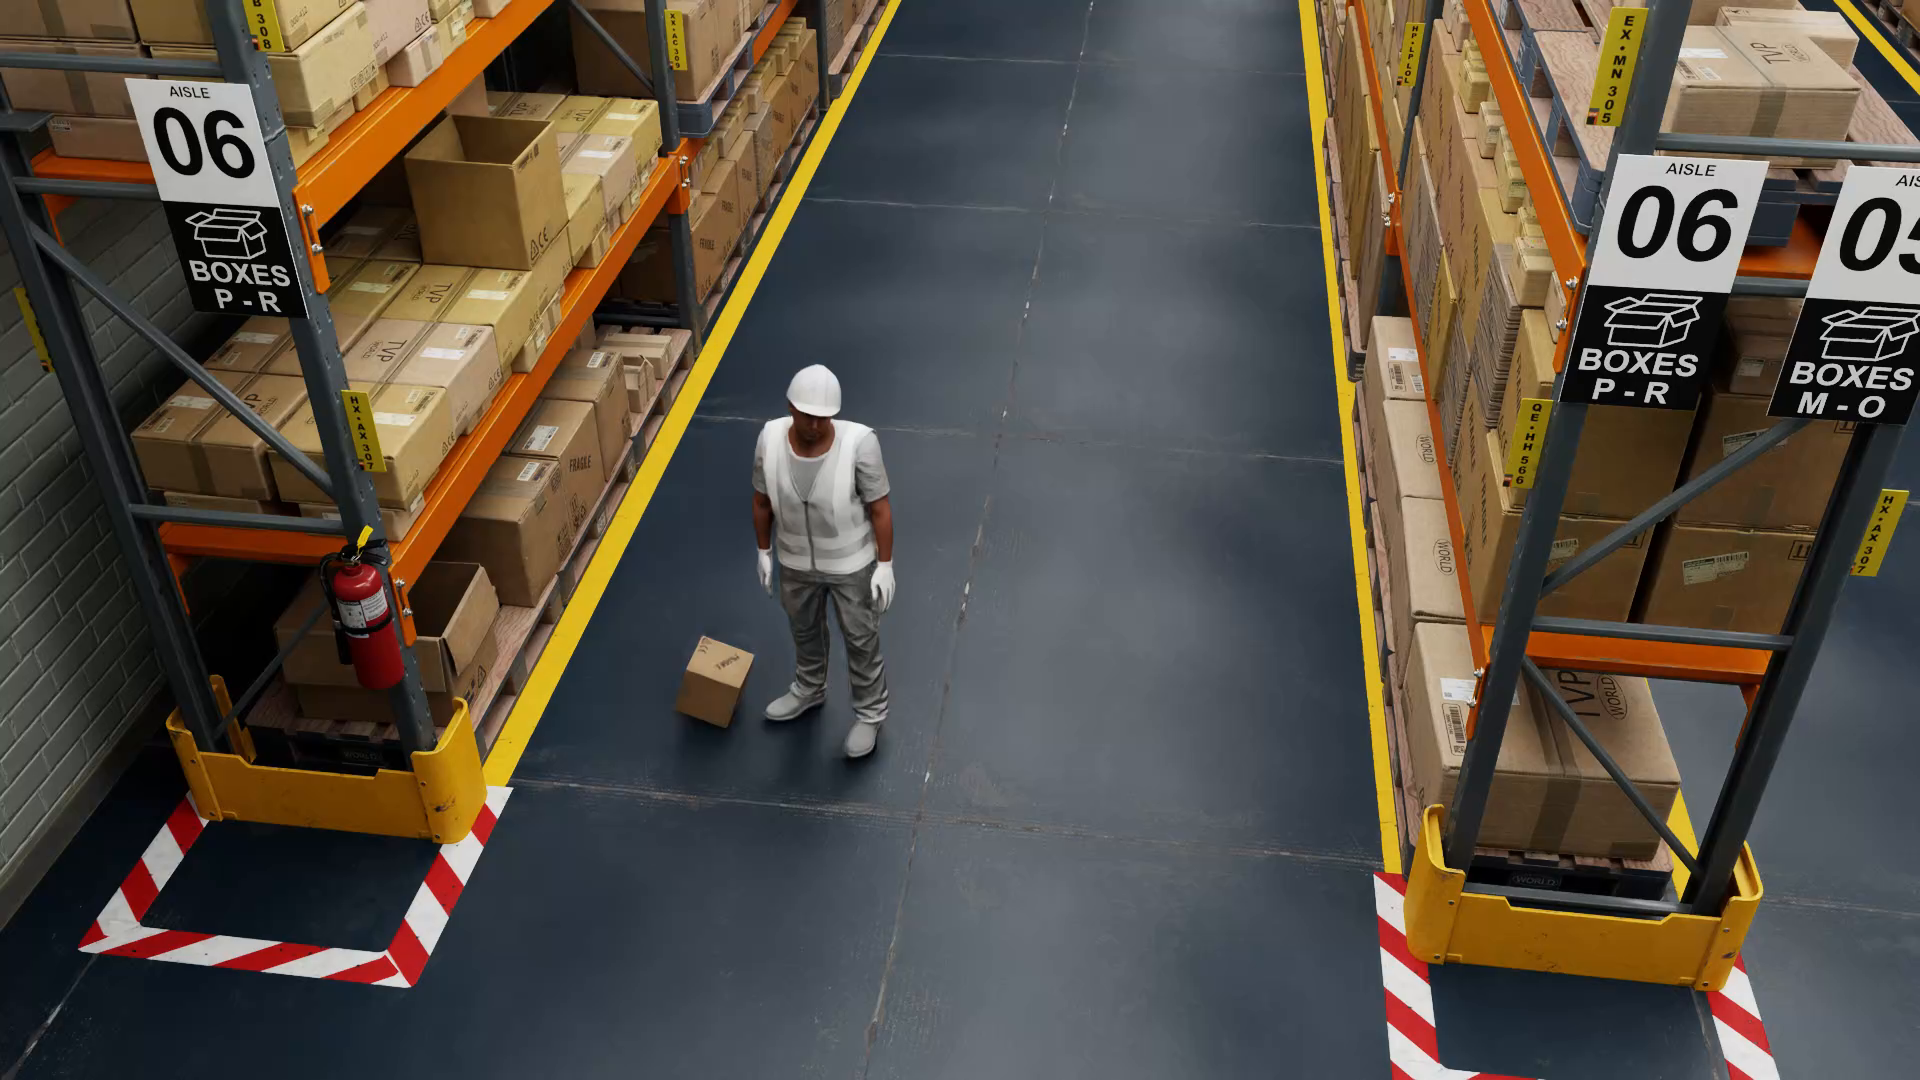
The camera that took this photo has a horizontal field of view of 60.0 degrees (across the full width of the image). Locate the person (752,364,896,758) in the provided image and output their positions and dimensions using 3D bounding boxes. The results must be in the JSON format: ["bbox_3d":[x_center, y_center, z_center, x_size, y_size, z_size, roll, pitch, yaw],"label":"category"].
[{"bbox_3d":[-0.558,0.097,6.836,0.634,1.788,0.436,10,37,13],"label":"person"}]
